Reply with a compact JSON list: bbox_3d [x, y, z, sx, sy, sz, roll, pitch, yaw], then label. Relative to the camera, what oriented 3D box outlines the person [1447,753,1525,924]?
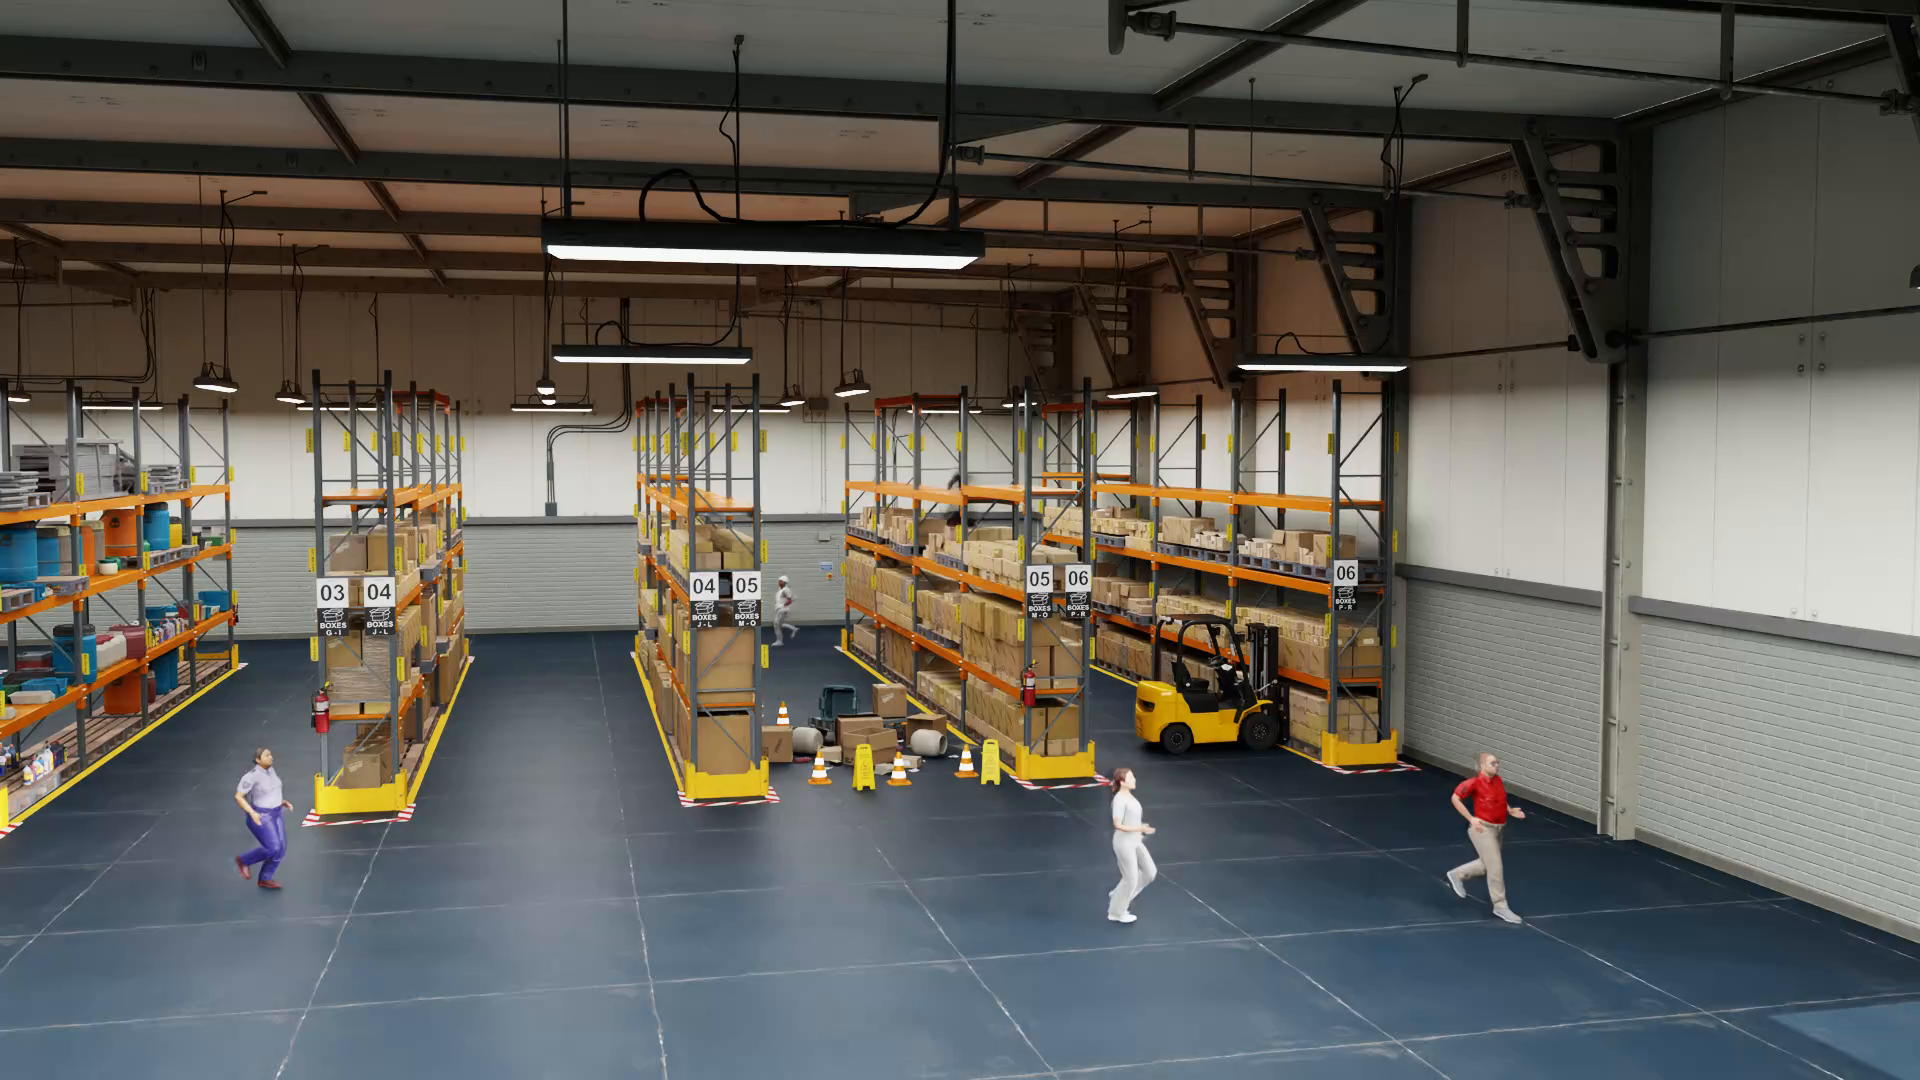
[{"bbox_3d":[5.592,3.127,17.697,0.664,1.737,0.927,-3,4,-42],"label":"person"}]

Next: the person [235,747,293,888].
[{"bbox_3d":[-7.808,3.124,18.728,0.503,1.596,0.621,1,3,12],"label":"person"}]

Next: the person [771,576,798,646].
[{"bbox_3d":[-4.345,1.759,41.310,0.701,1.753,0.684,-1,3,-16],"label":"person"}]

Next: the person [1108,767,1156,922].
[{"bbox_3d":[1.805,3.174,17.318,0.548,1.627,0.554,2,4,25],"label":"person"}]
